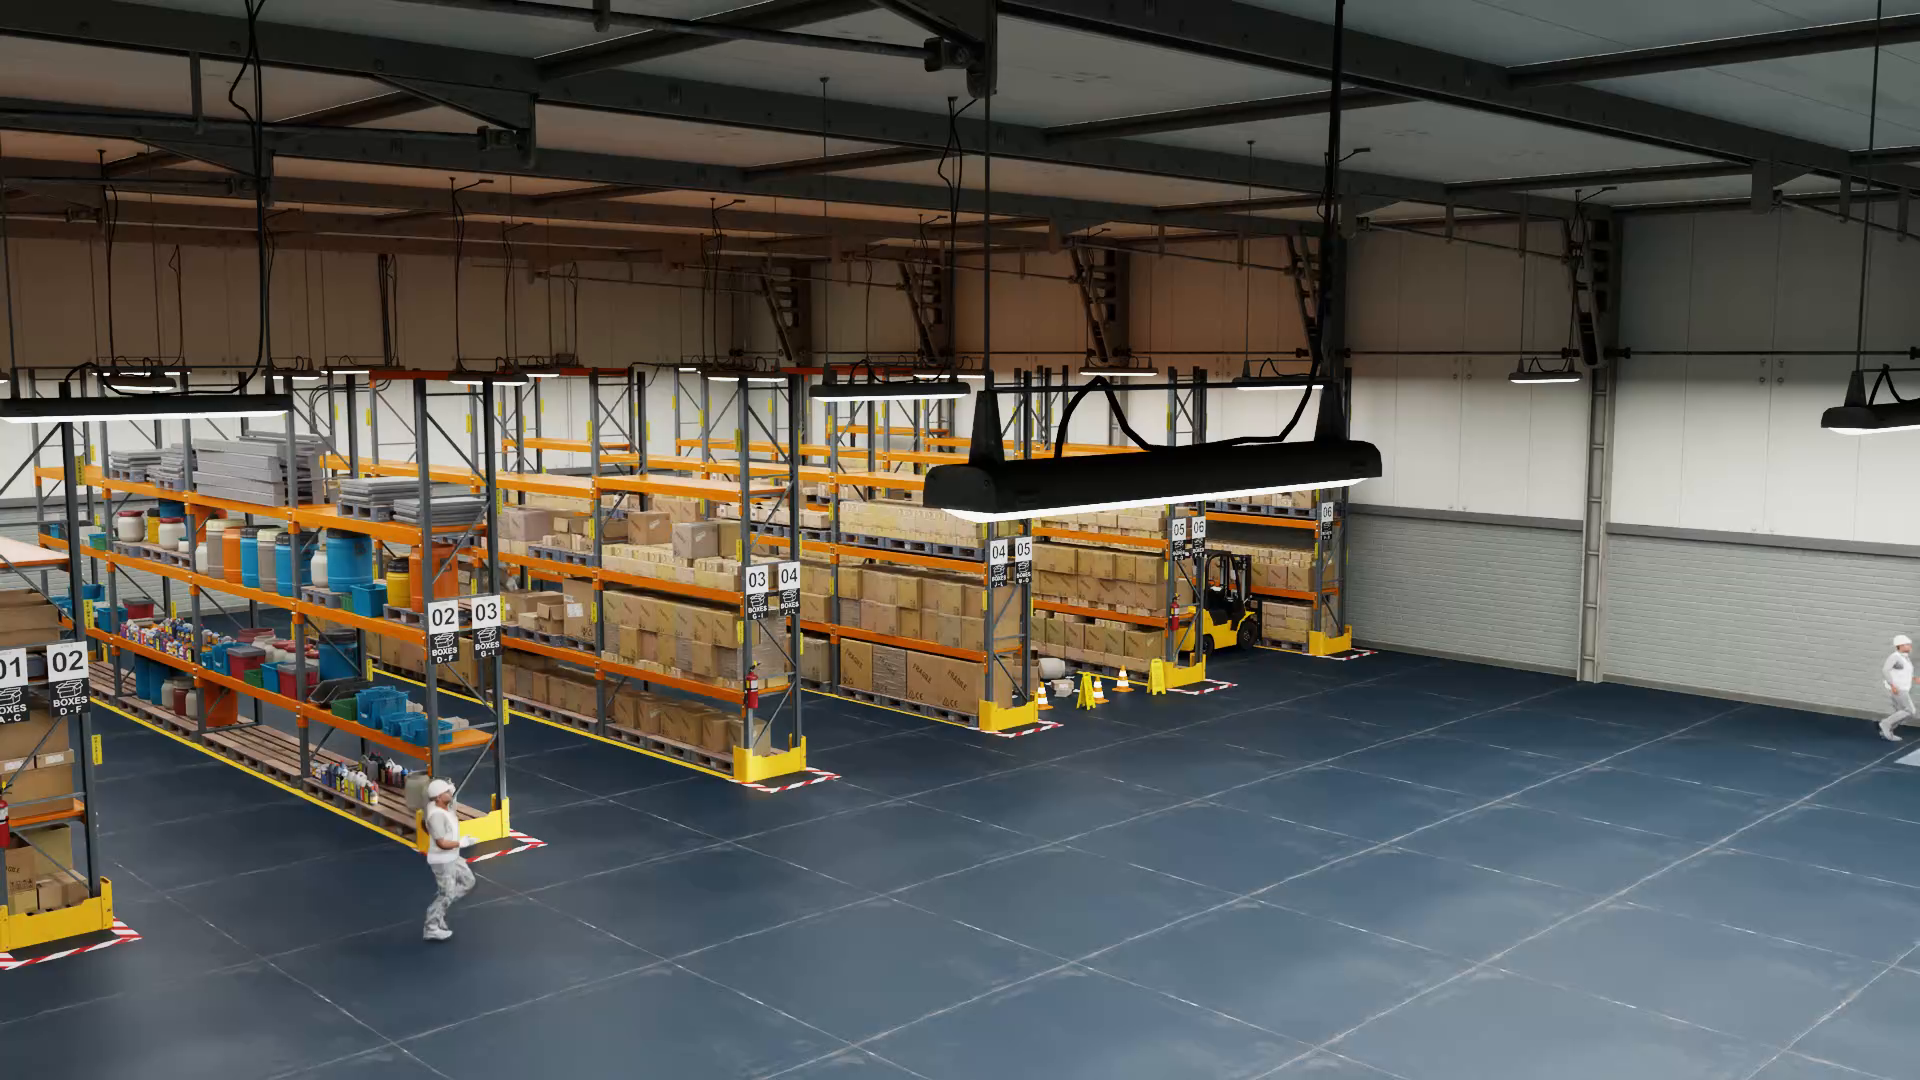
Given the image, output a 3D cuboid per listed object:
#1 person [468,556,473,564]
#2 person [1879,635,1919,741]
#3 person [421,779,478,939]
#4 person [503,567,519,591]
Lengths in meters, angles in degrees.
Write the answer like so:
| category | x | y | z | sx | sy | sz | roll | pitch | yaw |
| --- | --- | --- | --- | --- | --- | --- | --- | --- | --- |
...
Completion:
| category | x | y | z | sx | sy | sz | roll | pitch | yaw |
| --- | --- | --- | --- | --- | --- | --- | --- | --- | --- |
| person | -11.860 | 1.023 | 39.886 | 0.509 | 1.509 | 0.657 | -6 | 9 | -41 |
| person | 15.349 | 2.414 | 27.093 | 0.556 | 1.738 | 0.667 | 5 | 8 | 38 |
| person | -5.520 | 3.430 | 17.963 | 0.623 | 1.740 | 0.669 | -1 | 7 | -12 |
| person | -10.025 | 1.377 | 36.791 | 0.540 | 1.576 | 0.888 | -6 | 9 | -43 |
